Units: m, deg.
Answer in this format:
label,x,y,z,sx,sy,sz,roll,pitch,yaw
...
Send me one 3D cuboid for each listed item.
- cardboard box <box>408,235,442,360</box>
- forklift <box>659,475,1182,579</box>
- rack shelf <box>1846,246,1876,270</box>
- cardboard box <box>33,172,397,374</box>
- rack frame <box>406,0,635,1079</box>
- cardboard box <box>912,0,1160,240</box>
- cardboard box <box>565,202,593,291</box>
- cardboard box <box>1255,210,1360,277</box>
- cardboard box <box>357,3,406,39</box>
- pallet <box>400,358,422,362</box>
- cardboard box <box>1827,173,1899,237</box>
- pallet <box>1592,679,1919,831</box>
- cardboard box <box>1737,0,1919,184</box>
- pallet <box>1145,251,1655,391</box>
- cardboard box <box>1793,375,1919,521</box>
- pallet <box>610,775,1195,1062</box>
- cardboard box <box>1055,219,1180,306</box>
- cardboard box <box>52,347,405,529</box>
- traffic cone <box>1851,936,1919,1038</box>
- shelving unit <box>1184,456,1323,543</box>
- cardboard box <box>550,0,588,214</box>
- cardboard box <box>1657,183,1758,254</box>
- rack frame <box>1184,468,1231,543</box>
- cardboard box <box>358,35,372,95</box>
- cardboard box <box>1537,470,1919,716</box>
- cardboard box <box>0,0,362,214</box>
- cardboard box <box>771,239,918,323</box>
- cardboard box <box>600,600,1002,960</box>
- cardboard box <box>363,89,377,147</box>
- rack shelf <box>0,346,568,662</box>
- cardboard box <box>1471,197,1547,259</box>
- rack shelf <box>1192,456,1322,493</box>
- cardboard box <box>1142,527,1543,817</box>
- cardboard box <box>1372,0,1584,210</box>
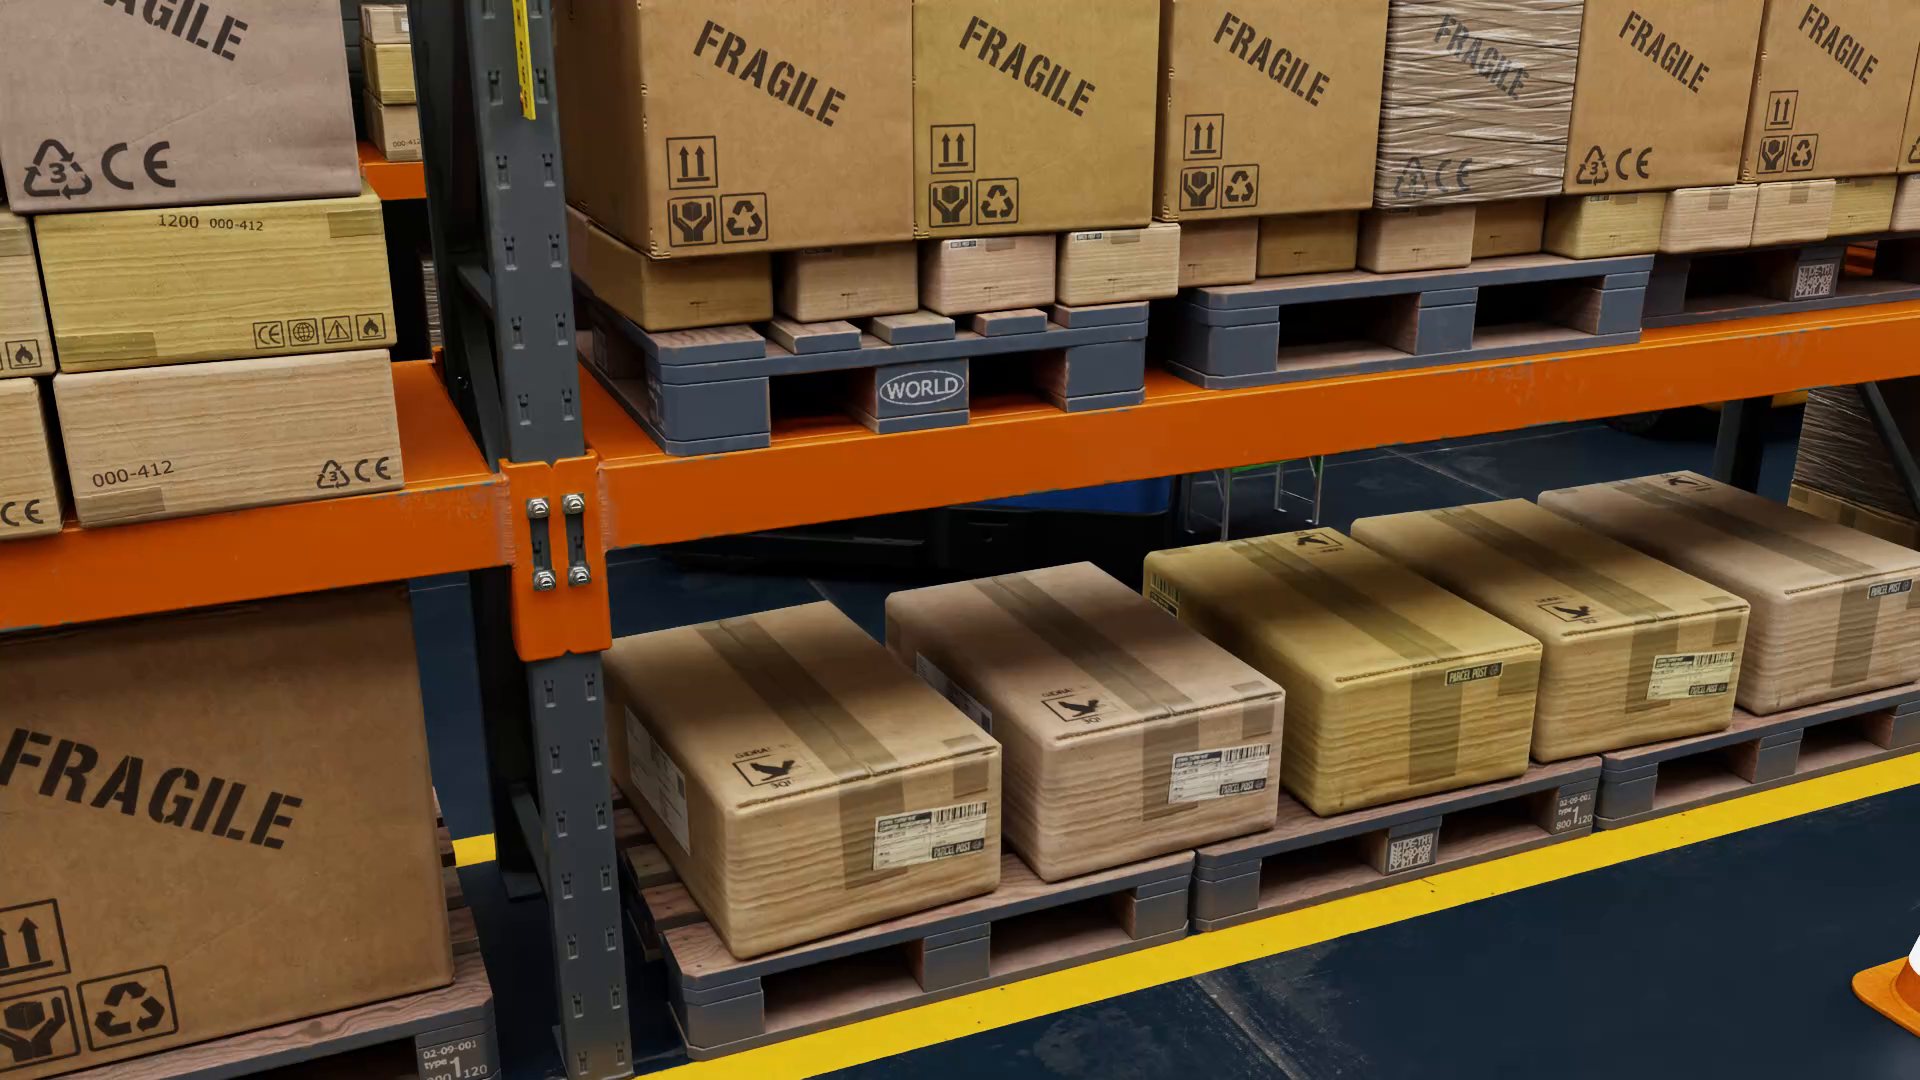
label,x,y,z,sx,sy,sz,roll,pitch,yaw
cardboard box,-2.312,-1.128,8.151,0.625,0.625,0.875,-7,21,-20
forklift,-0.667,-1.432,6.175,3.031,2.935,1.130,3,20,10
rack shelf,4.589,-0.909,5.669,4.000,0.370,1.077,-8,21,-22
cardboard box,-1.265,-0.482,2.849,0.500,0.250,0.500,-8,21,-22
rack frame,-0.920,-0.459,3.308,0.127,3.000,1.000,-8,21,-22
cardboard box,0.060,-0.903,3.341,0.500,0.500,0.500,-7,21,-19
cardboard box,-0.713,-0.653,3.606,0.250,0.149,0.380,-7,21,-20
cardboard box,0.689,-0.708,3.761,0.250,0.149,0.380,-7,21,-20
cardboard box,-2.671,-2.429,7.778,0.250,0.149,0.380,-7,21,-20
pallet,-2.119,-0.753,8.342,1.213,0.211,1.003,-8,21,-22
cardboard box,2.140,-0.883,4.260,0.250,0.149,0.380,-9,21,-24
pallet,2.038,0.433,4.973,1.213,0.211,1.003,-8,21,-22
cardboard box,1.964,-1.174,4.109,0.500,0.500,0.500,-8,21,-22
pallet,0.881,-0.641,4.115,1.213,0.211,1.003,-8,21,-22
cardboard box,3.189,-0.399,5.518,0.500,0.500,0.500,-8,21,-23
pallet,-0.202,0.754,4.062,1.213,0.211,1.003,-8,21,-22
cardboard box,0.255,-0.603,3.464,0.250,0.149,0.380,-8,21,-22
cardboard box,-1.282,-0.242,2.919,0.500,0.250,0.500,-9,21,-24
traffic cone,2.168,0.802,3.548,0.334,0.463,0.336,-8,21,-22
shelving unit,1.167,-0.615,6.463,0.503,1.200,0.258,-12,23,-31
cardboard box,-0.613,-0.989,3.583,0.500,0.500,0.500,-9,21,-23
cardboard box,1.685,-0.804,4.034,0.250,0.149,0.380,-8,21,-21
rack frame,0.963,-0.571,6.337,0.015,1.200,0.240,-12,23,-31
cardboard box,-2.588,-2.281,7.956,0.500,0.250,0.500,-8,21,-21
cardboard box,2.272,0.126,4.971,0.625,0.372,0.950,-8,21,-21
cardboard box,-1.292,-0.830,2.705,0.500,0.500,0.500,-9,21,-23
cardboard box,-0.276,-0.551,3.317,0.250,0.149,0.380,-10,22,-25
cardboard box,-0.398,0.512,3.877,0.625,0.372,0.950,-10,22,-26
cardboard box,-2.579,-2.038,8.020,0.500,0.250,0.500,-9,21,-23
rack shelf,-2.757,0.144,2.680,4.000,0.370,1.077,-8,21,-22
cardboard box,1.164,-0.779,3.965,0.250,0.149,0.380,-9,21,-24
rack shelf,1.167,-0.329,6.564,0.480,0.148,0.258,-12,23,-31
cardboard box,0.975,0.314,4.438,0.625,0.372,0.950,-7,21,-20
cardboard box,1.007,-1.039,3.725,0.500,0.500,0.500,-9,21,-24
